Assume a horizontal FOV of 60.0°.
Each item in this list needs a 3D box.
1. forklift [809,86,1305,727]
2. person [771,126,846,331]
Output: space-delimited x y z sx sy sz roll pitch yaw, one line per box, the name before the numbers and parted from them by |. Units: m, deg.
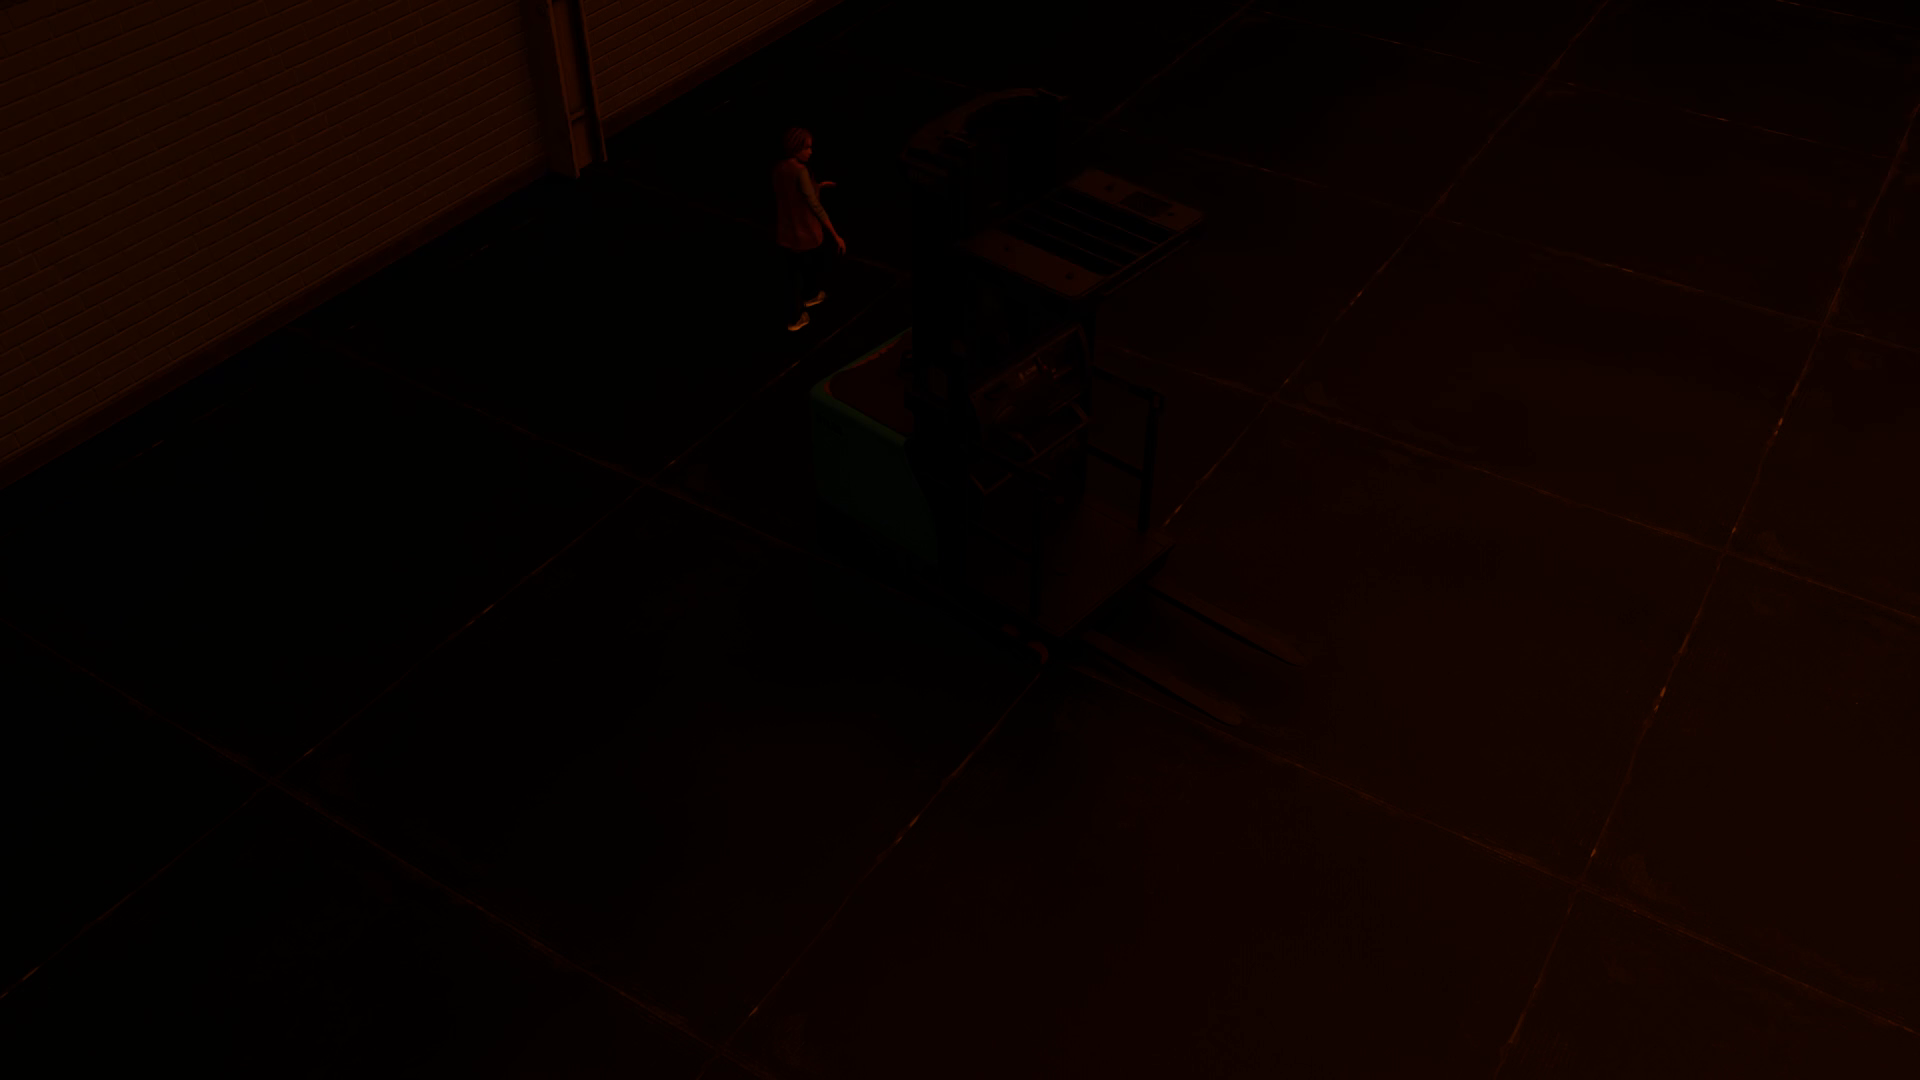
forklift | 0.545 -0.778 8.885 3.031 2.935 1.130 30 49 31
person | -1.003 -2.181 11.692 0.704 1.482 0.764 20 44 22
